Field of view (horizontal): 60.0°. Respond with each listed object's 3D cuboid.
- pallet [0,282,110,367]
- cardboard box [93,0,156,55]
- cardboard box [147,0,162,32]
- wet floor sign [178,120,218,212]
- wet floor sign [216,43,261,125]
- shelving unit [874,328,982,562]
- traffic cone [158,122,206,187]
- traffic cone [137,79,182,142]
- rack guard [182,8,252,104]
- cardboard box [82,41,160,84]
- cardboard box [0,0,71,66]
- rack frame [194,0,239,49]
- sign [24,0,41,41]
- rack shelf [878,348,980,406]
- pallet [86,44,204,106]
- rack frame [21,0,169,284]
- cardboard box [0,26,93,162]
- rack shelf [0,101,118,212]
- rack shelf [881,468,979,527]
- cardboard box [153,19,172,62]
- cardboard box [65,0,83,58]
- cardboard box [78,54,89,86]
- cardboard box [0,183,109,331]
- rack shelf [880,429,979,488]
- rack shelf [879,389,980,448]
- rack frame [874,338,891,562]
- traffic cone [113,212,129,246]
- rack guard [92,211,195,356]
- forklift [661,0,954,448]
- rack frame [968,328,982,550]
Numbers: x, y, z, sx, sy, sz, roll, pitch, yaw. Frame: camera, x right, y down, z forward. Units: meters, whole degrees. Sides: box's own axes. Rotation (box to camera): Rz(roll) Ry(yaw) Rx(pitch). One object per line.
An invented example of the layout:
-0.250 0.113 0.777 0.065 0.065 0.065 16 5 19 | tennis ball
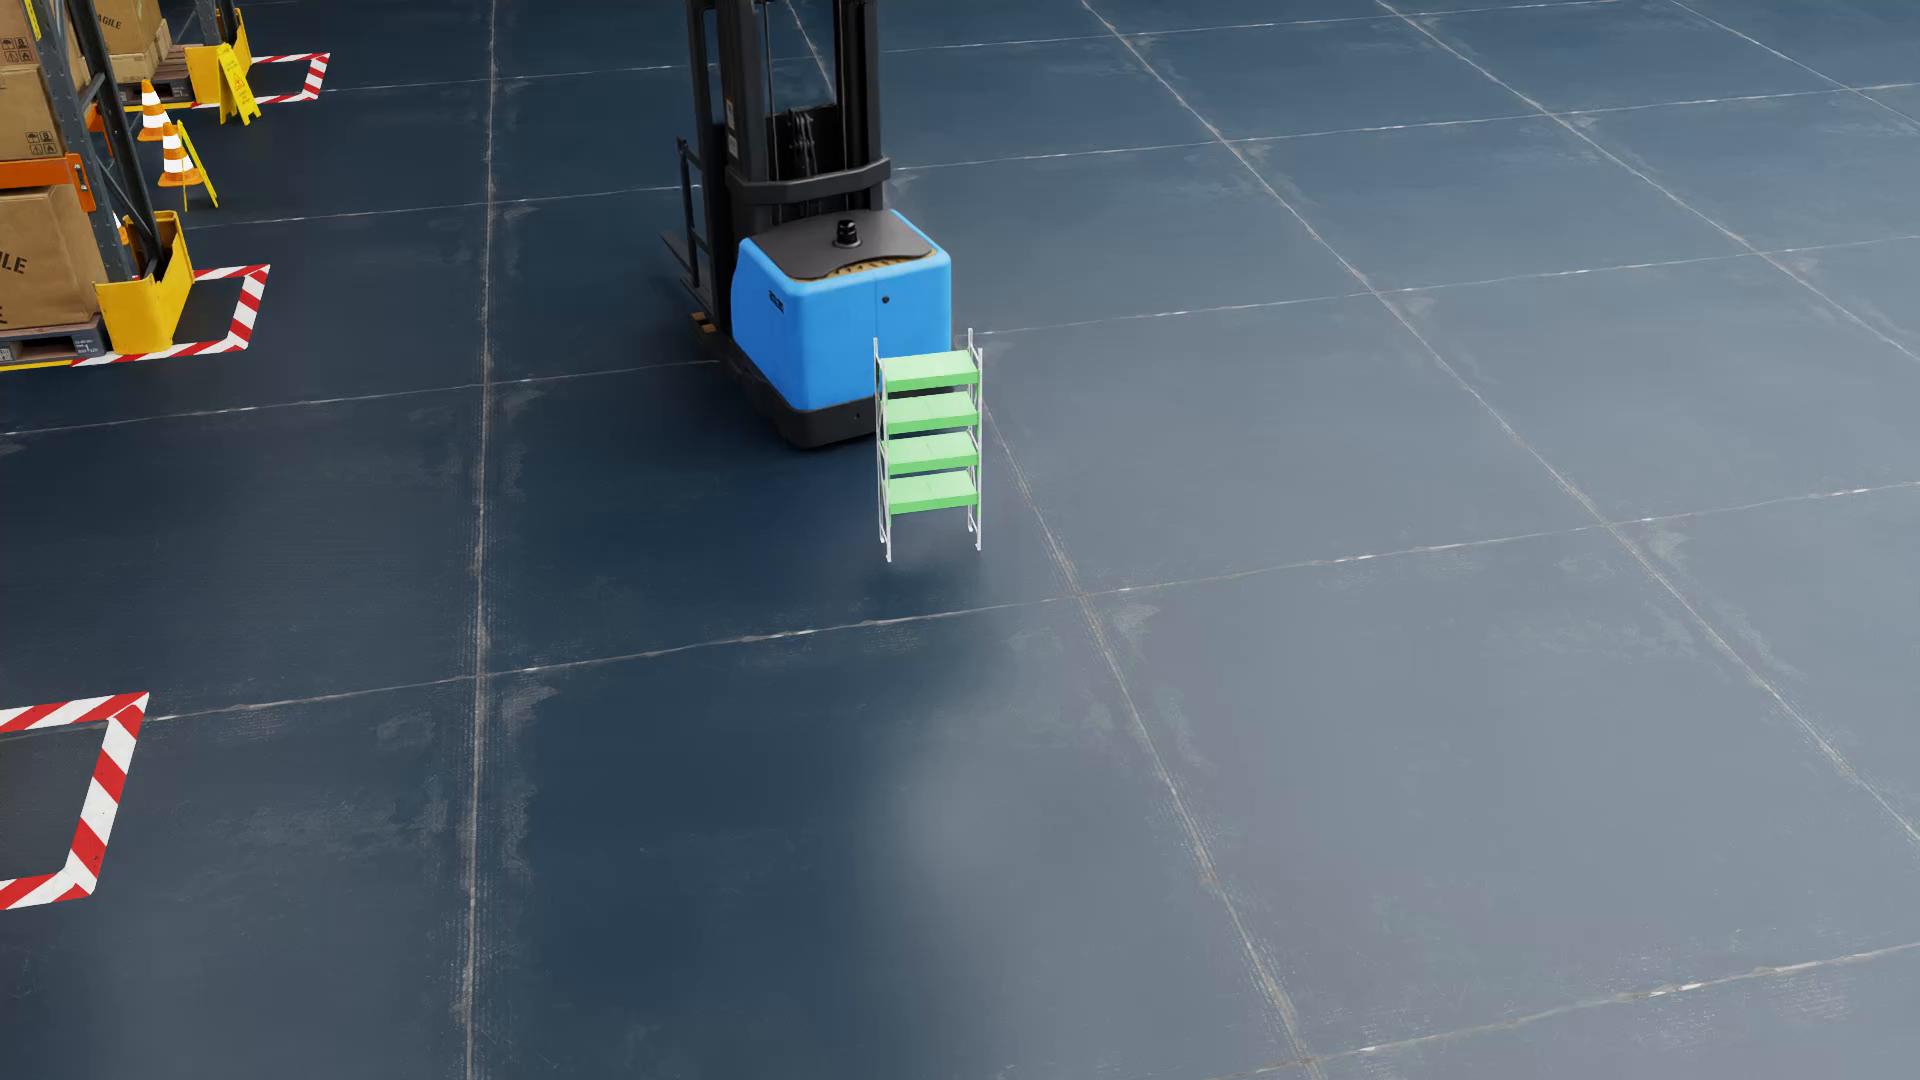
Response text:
-6.218 -1.467 10.969 1.213 0.211 1.003 -7 35 -11 | pallet
-7.370 -4.547 14.475 0.500 0.500 0.500 -7 34 -10 | cardboard box
-7.517 -4.835 14.904 0.500 0.500 0.500 -8 35 -12 | cardboard box
-5.864 -2.868 12.667 0.232 0.644 0.267 -13 36 -19 | wet floor sign
-6.225 -3.908 14.217 0.232 0.644 0.267 4 34 6 | wet floor sign
-0.161 -0.478 8.608 0.503 1.200 0.258 -7 35 -11 | shelving unit
-6.205 -3.075 13.139 0.334 0.463 0.336 -7 35 -11 | traffic cone
-6.781 -3.636 13.976 0.334 0.463 0.336 -7 35 -11 | traffic cone
-6.720 -4.396 15.075 0.348 0.500 1.175 -7 35 -11 | rack guard
-7.399 -4.228 14.672 0.500 0.250 0.500 -7 35 -11 | cardboard box
-5.826 -3.252 10.023 0.550 0.550 0.875 -7 35 -11 | cardboard box
-6.646 -5.443 14.393 0.127 3.000 1.000 -7 35 -11 | rack frame
-5.350 -3.048 9.572 0.005 0.325 0.100 -7 35 -11 | sign
-0.161 -0.823 8.377 0.480 0.148 0.258 -7 35 -11 | rack shelf
-7.521 -4.196 15.036 1.213 0.211 1.003 -7 35 -11 | pallet
-5.456 -2.766 10.402 0.127 3.000 1.000 -7 35 -11 | rack frame
-5.808 -2.758 10.256 0.550 0.550 0.875 -7 35 -11 | cardboard box
-7.407 -2.221 10.236 4.000 0.370 1.077 -7 35 -11 | rack shelf
-0.161 -0.226 8.778 0.480 0.148 0.258 -7 35 -11 | rack shelf
-7.494 -4.527 15.118 0.500 0.250 0.500 -7 35 -11 | cardboard box
-7.879 -4.481 14.377 0.500 0.500 0.500 -6 34 -9 | cardboard box
-7.882 -4.171 14.588 0.500 0.250 0.500 -7 35 -10 | cardboard box
-6.103 -1.938 10.700 0.875 0.875 0.875 -7 34 -10 | cardboard box
-0.161 -0.425 8.644 0.480 0.148 0.258 -7 35 -11 | rack shelf
-0.161 -0.624 8.510 0.480 0.148 0.258 -7 35 -11 | rack shelf
-0.399 -0.448 8.564 0.015 1.200 0.240 -7 35 -11 | rack frame
-6.287 -2.419 12.162 0.334 0.463 0.336 -7 35 -11 | traffic cone
-5.432 -1.731 11.103 0.348 0.500 1.175 -7 35 -11 | rack guard
-1.150 -2.556 10.152 1.130 2.935 3.031 -16 37 -22 | forklift
0.077 -0.508 8.653 0.015 1.200 0.240 -7 35 -11 | rack frame
